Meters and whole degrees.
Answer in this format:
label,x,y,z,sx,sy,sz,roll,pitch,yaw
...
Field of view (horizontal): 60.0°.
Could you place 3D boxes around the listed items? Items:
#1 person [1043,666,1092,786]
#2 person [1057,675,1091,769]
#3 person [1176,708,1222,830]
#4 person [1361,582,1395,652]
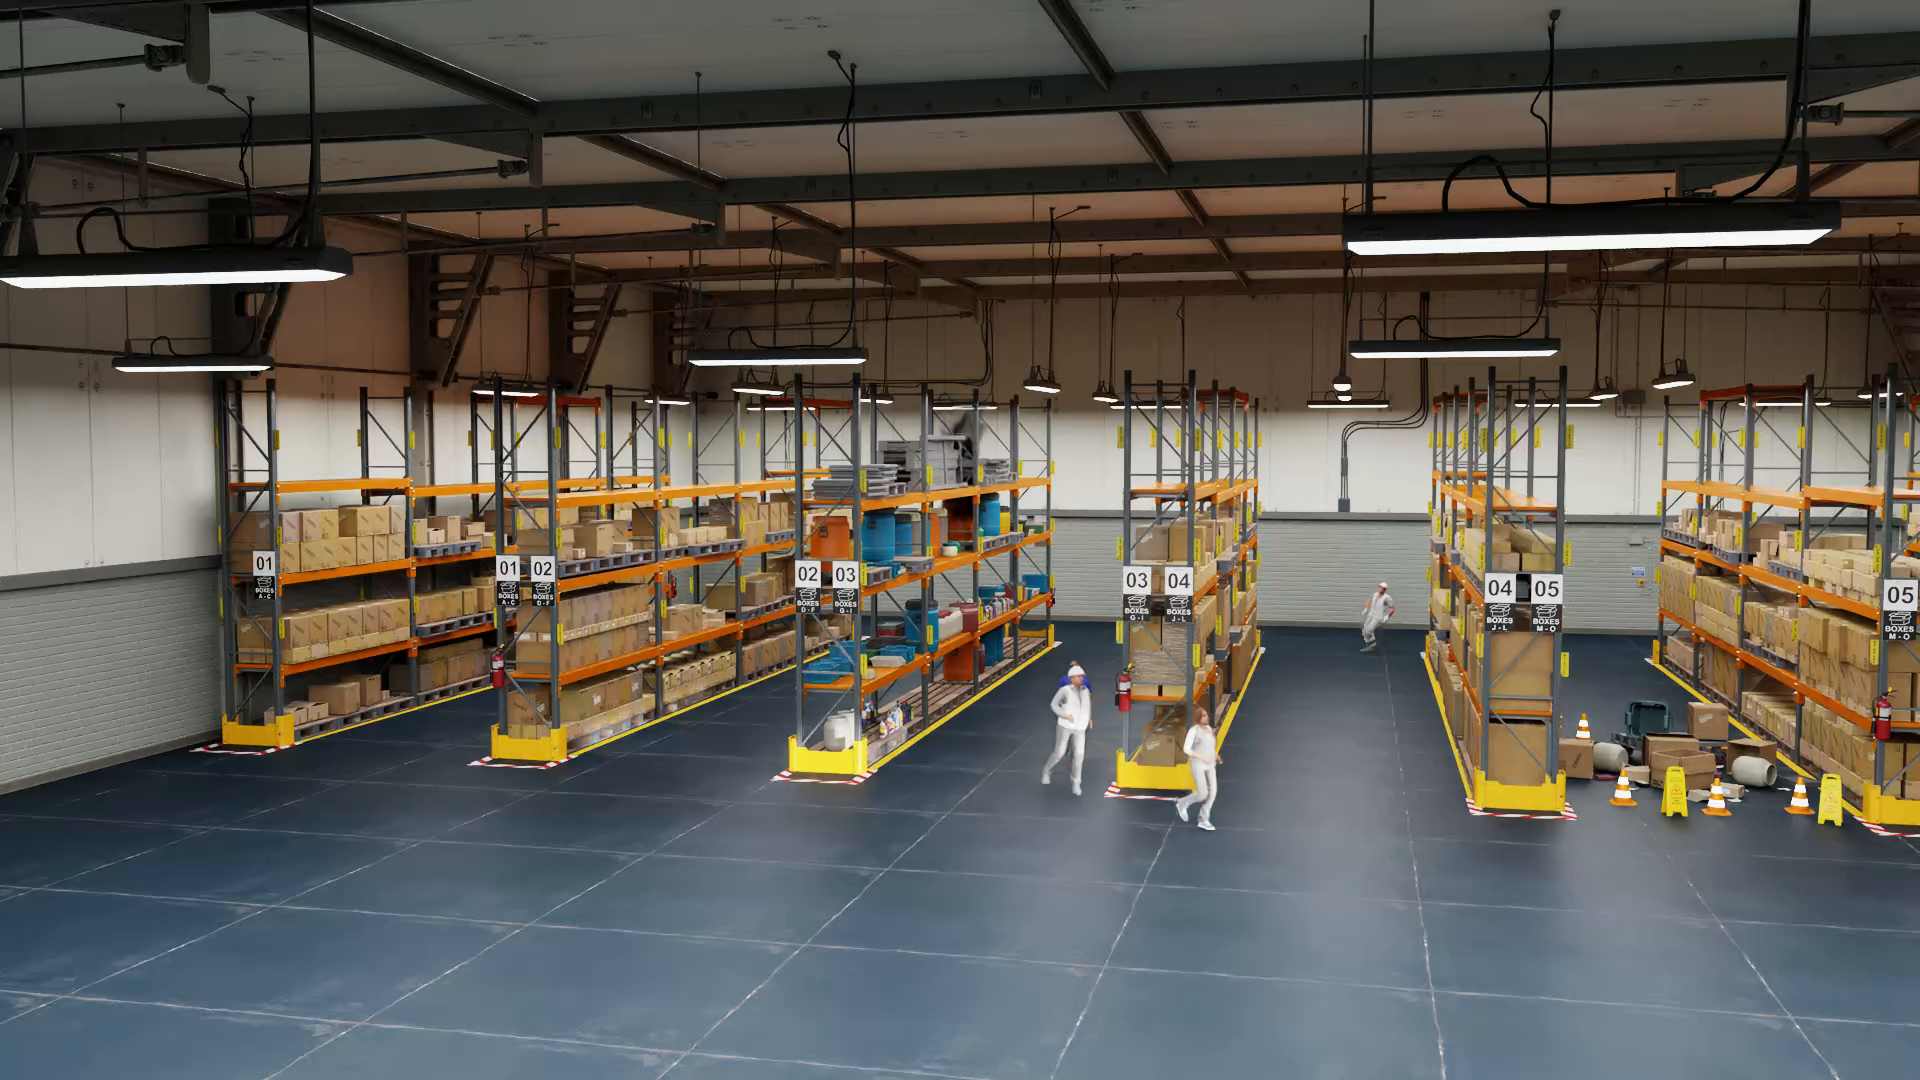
label,x,y,z,sx,sy,sz,roll,pitch,yaw
person,1.615,2.643,23.838,0.706,1.681,0.772,-1,4,-21
person,1.747,2.753,25.603,0.547,1.417,0.834,1,3,10
person,3.090,2.938,21.489,0.544,1.557,0.587,-3,4,-40
person,9.724,1.822,39.043,0.614,1.682,0.749,-1,4,-23
